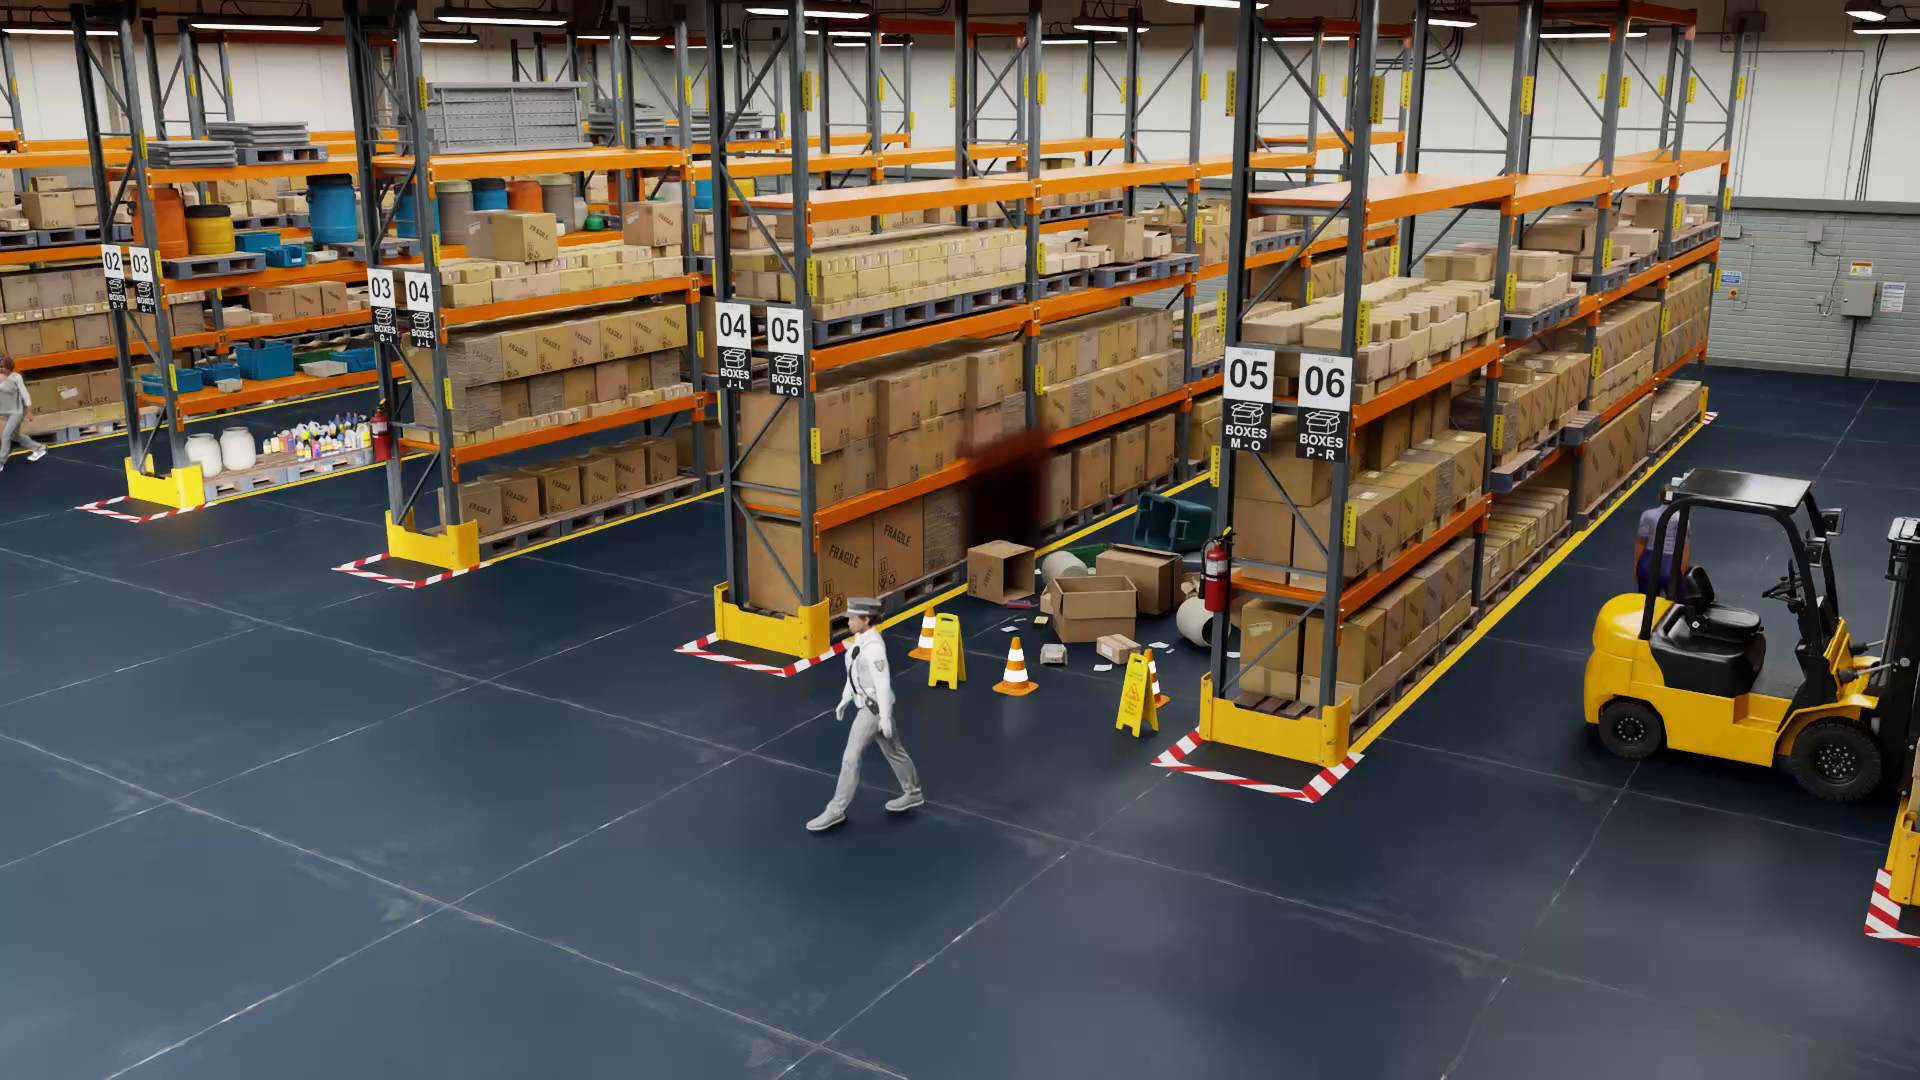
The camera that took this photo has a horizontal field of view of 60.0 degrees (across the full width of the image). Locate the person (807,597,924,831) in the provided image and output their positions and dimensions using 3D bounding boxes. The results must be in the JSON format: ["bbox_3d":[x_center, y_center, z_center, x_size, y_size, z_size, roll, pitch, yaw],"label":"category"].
[{"bbox_3d":[-0.684,1.189,11.813,0.870,1.632,0.511,-2,16,-8],"label":"person"}]

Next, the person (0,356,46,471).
[{"bbox_3d":[-12.916,-1.736,22.575,0.398,1.513,0.991,6,17,22],"label":"person"}]

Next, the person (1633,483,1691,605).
[{"bbox_3d":[6.369,0.300,15.096,0.544,1.646,0.501,14,21,42],"label":"person"}]
